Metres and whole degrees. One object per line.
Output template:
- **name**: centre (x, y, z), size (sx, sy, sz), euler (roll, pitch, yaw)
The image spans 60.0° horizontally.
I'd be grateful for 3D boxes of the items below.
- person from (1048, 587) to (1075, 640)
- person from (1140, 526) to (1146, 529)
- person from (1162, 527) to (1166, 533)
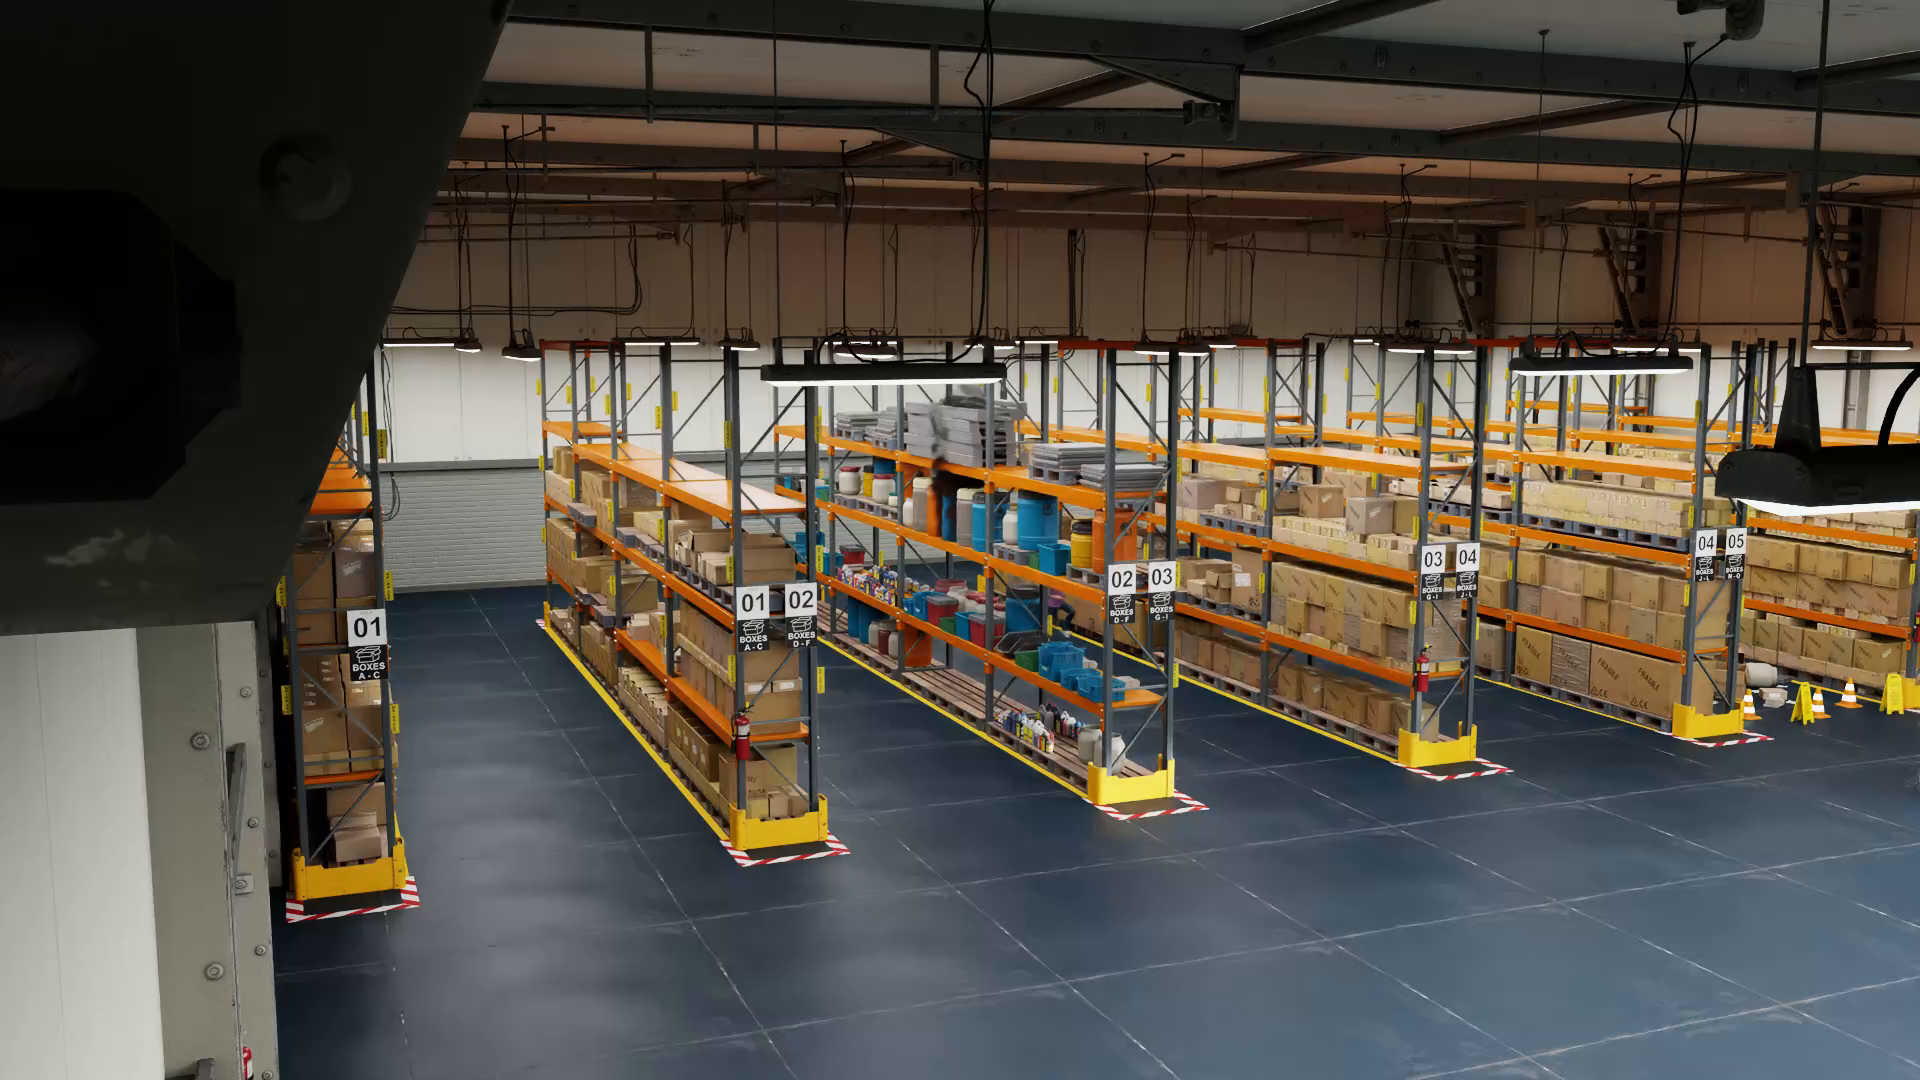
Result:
- **person**: centre (1.883, 1.263, 32.540), size (0.538, 1.501, 0.887), euler (-4, 9, -30)
- **person**: centre (4.227, 0.458, 39.162), size (0.669, 1.584, 0.765), euler (1, 7, 7)
- **person**: centre (4.662, 0.548, 38.146), size (0.608, 1.700, 0.877), euler (-3, 8, -24)
